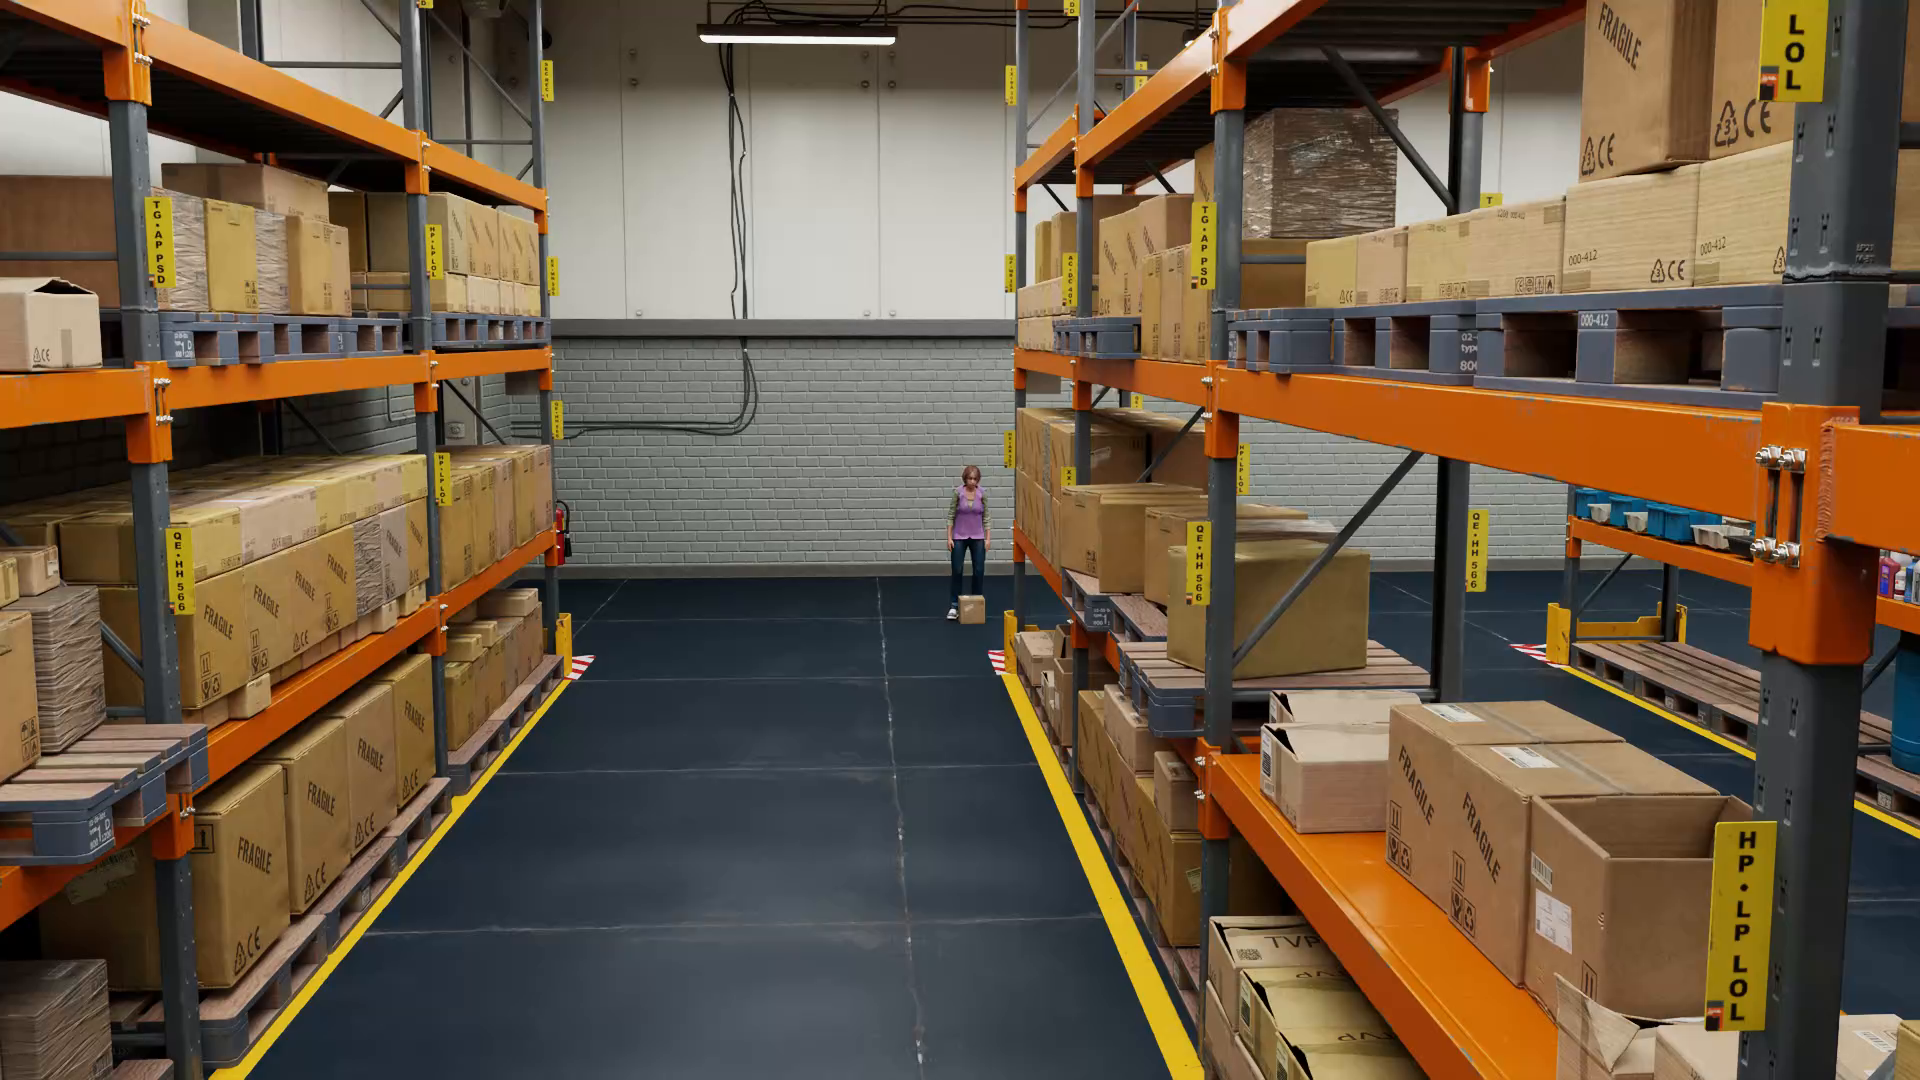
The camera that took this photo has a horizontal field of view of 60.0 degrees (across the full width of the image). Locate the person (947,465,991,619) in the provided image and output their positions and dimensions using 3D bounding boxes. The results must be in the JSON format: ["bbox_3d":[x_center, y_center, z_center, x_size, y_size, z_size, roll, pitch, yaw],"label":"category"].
[{"bbox_3d":[0.090,0.016,17.173,0.467,1.593,0.349,-1,7,-7],"label":"person"}]
